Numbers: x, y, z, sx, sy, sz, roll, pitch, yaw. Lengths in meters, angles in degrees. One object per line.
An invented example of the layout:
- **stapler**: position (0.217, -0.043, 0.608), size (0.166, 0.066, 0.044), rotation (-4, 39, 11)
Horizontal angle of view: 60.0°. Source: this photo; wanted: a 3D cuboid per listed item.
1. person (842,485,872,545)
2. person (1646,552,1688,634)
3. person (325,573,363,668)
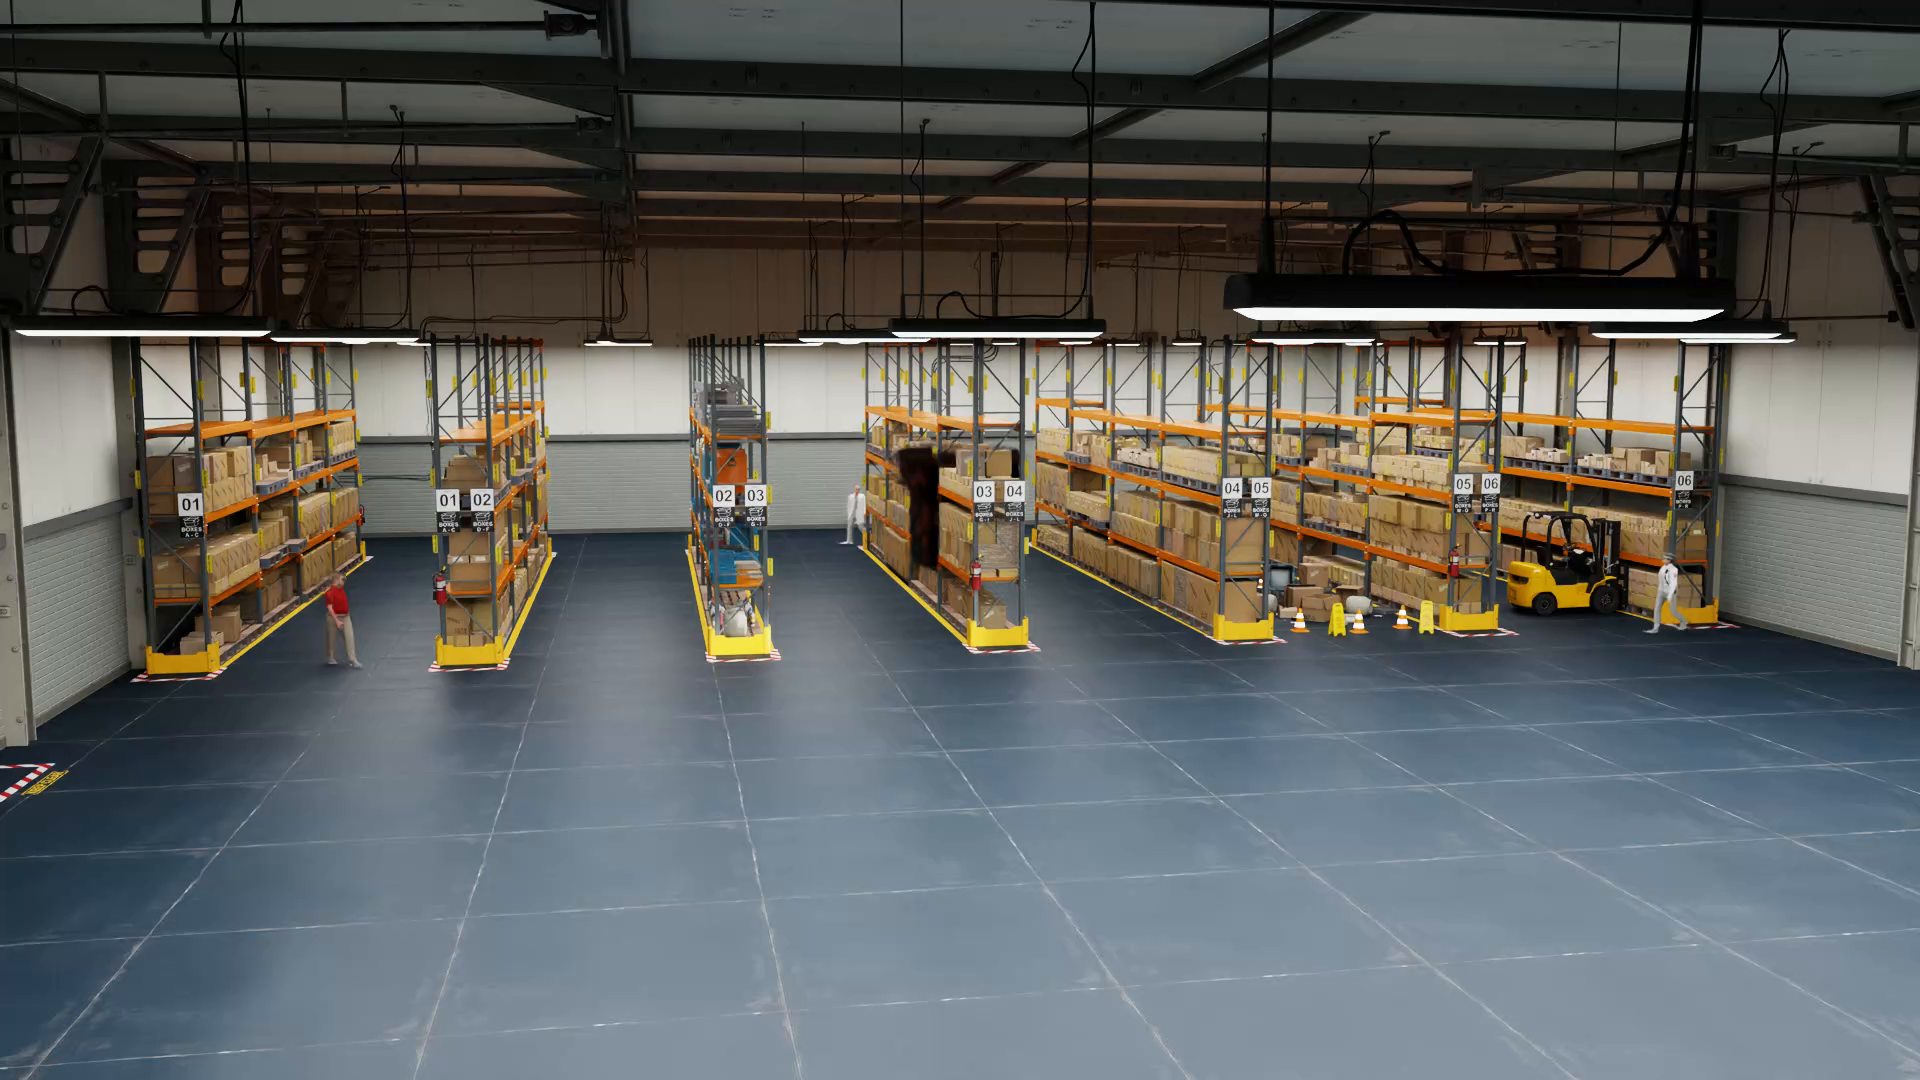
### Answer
- **person**: position (-3.010, -0.742, 48.825), size (0.625, 1.745, 0.910), rotation (5, 8, 34)
- **person**: position (14.292, 1.057, 33.510), size (0.919, 1.645, 0.455), rotation (-3, 7, -26)
- **person**: position (-11.197, 1.439, 29.960), size (0.477, 1.672, 1.009), rotation (-6, 9, -40)
